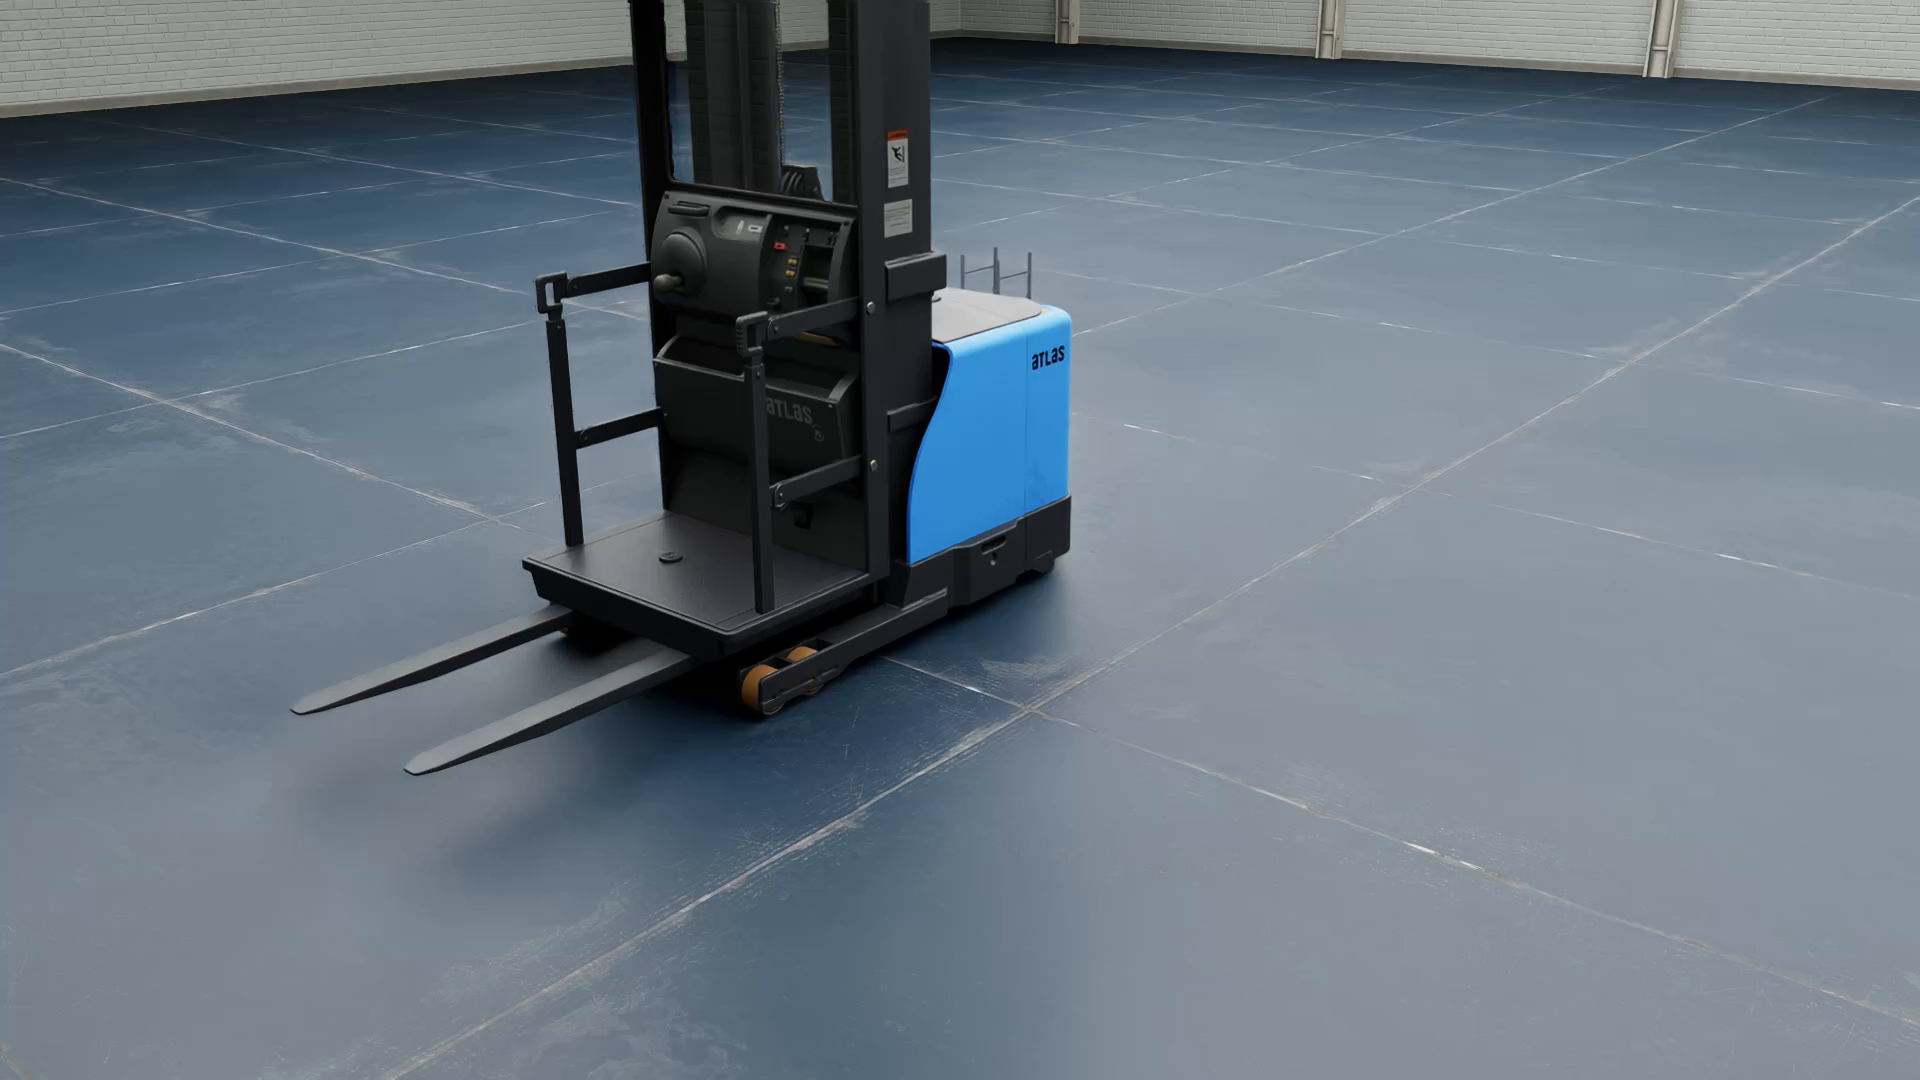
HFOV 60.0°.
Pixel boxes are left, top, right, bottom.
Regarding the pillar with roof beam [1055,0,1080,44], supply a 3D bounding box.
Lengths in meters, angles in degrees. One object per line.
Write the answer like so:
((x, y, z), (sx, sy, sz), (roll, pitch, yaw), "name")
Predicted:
((-0.501, -13.359, 29.839), (0.400, 9.000, 9.100), (16, 26, 36), "pillar with roof beam")

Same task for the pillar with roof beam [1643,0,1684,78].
((8.796, -10.681, 22.739), (0.400, 9.000, 9.100), (16, 26, 36), "pillar with roof beam")

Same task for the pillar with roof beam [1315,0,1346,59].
((4.148, -12.020, 26.289), (0.400, 9.000, 9.100), (16, 26, 36), "pillar with roof beam")

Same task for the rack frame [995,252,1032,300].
((0.223, -0.615, 7.097), (0.006, 1.200, 0.240), (16, 26, 36), "rack frame")

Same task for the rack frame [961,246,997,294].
((0.081, -0.655, 7.205), (0.006, 1.200, 0.240), (16, 26, 36), "rack frame")

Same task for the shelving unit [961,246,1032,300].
((0.152, -0.635, 7.151), (0.189, 1.200, 0.258), (16, 26, 36), "shelving unit")

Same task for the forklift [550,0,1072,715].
((-0.864, -0.980, 5.613), (1.130, 2.935, 3.031), (16, 26, 36), "forklift")
